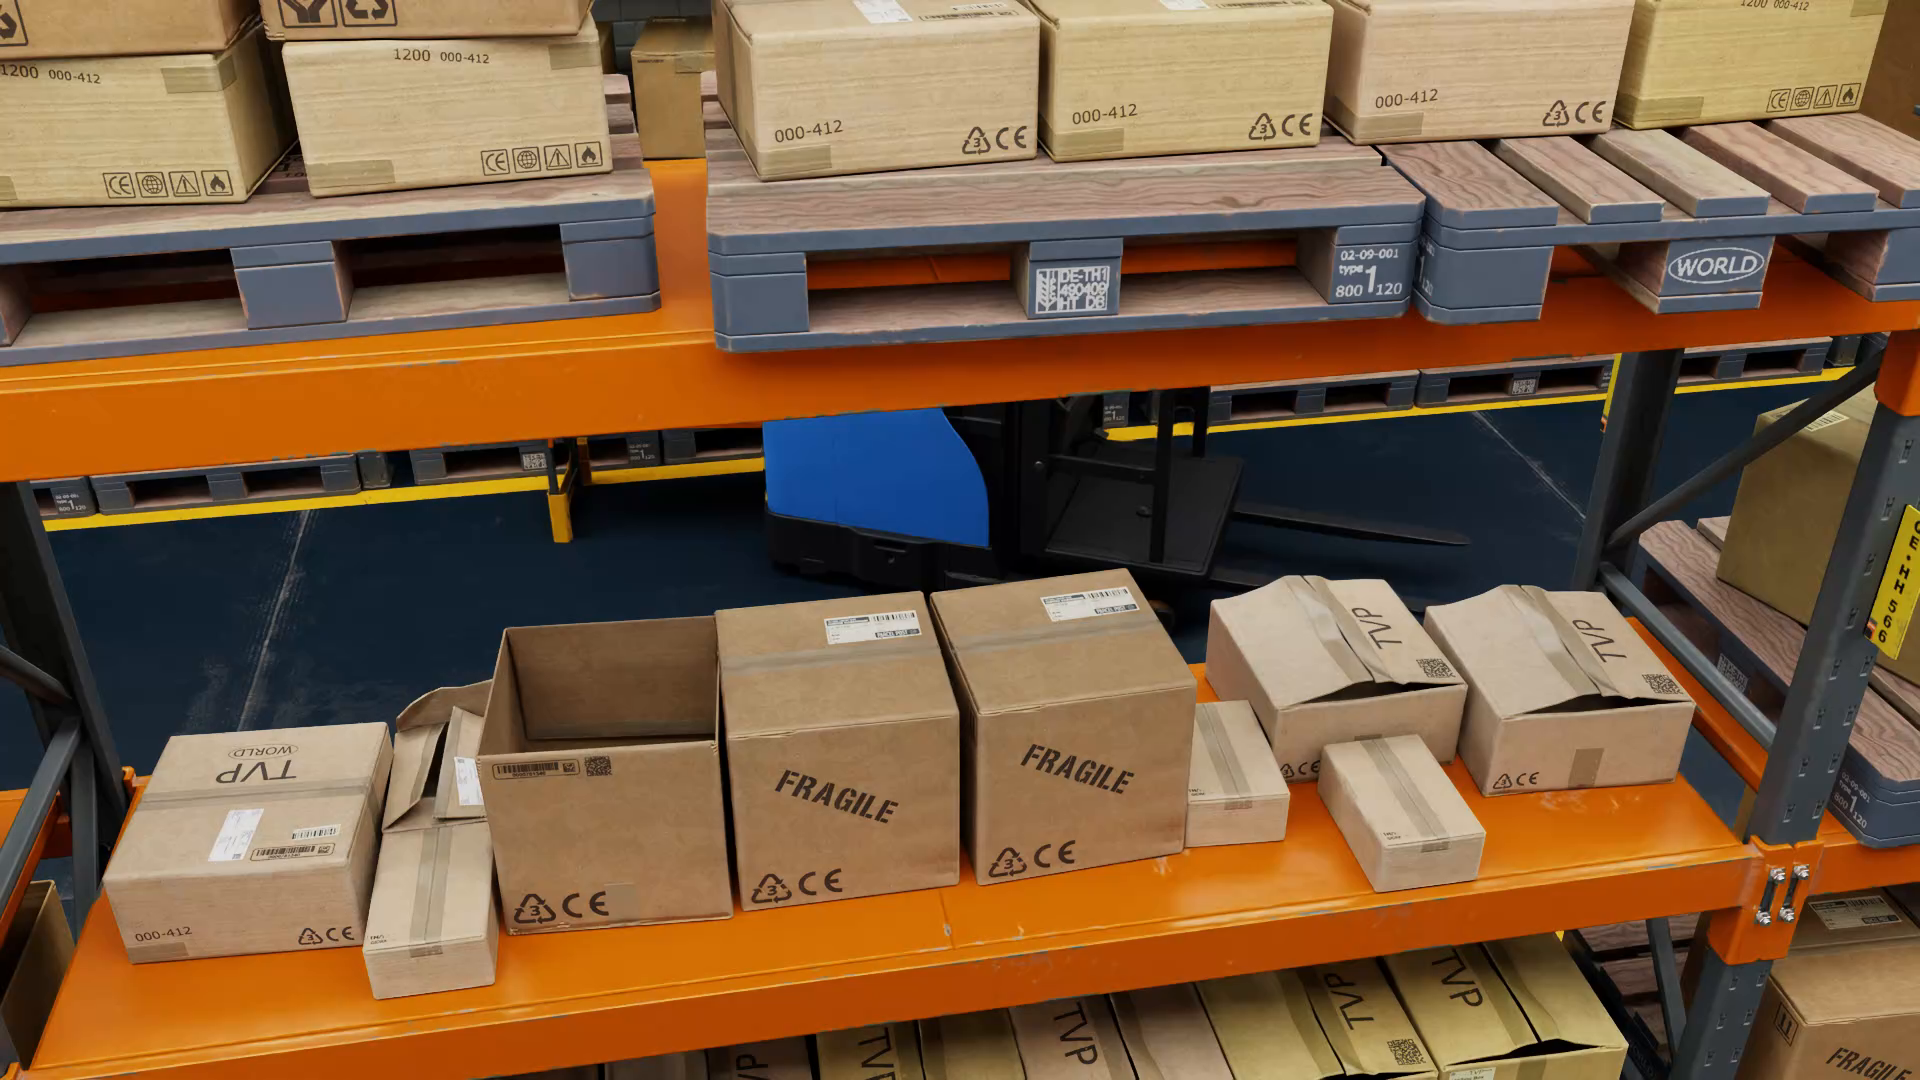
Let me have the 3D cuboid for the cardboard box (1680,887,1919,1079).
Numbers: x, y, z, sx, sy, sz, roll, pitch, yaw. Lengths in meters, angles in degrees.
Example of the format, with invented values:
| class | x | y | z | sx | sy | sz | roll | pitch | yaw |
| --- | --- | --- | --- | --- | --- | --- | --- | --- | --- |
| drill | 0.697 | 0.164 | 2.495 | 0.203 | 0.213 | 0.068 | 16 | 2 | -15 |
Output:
| class | x | y | z | sx | sy | sz | roll | pitch | yaw |
| --- | --- | --- | --- | --- | --- | --- | --- | --- | --- |
| cardboard box | 2.374 | 1.303 | 4.607 | 0.500 | 0.500 | 0.500 | -4 | 31 | -7 |

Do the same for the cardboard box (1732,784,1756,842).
| class | x | y | z | sx | sy | sz | roll | pitch | yaw |
| --- | --- | --- | --- | --- | --- | --- | --- | --- | --- |
| cardboard box | 2.752 | 1.000 | 5.123 | 0.500 | 0.500 | 0.500 | -4 | 31 | -7 |

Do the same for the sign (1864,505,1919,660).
| class | x | y | z | sx | sy | sz | roll | pitch | yaw |
| --- | --- | --- | --- | --- | --- | --- | --- | --- | --- |
| sign | 1.978 | 0.091 | 3.493 | 0.005 | 0.325 | 0.100 | -5 | 31 | -9 |

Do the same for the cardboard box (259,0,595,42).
| class | x | y | z | sx | sy | sz | roll | pitch | yaw |
| --- | --- | --- | --- | --- | --- | --- | --- | --- | --- |
| cardboard box | -0.890 | -1.153 | 2.787 | 0.500 | 0.500 | 0.500 | -2 | 31 | -4 |

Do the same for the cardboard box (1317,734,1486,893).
| class | x | y | z | sx | sy | sz | roll | pitch | yaw |
| --- | --- | --- | --- | --- | --- | --- | --- | --- | --- |
| cardboard box | 1.040 | 0.642 | 3.946 | 0.250 | 0.149 | 0.380 | -5 | 31 | -9 |

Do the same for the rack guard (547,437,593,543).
| class | x | y | z | sx | sy | sz | roll | pitch | yaw |
| --- | --- | --- | --- | --- | --- | --- | --- | --- | --- |
| rack guard | -1.852 | -0.243 | 7.917 | 0.087 | 0.250 | 0.587 | 0 | 30 | 0 |

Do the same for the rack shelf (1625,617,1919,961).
| class | x | y | z | sx | sy | sz | roll | pitch | yaw |
| --- | --- | --- | --- | --- | --- | --- | --- | --- | --- |
| rack shelf | 3.842 | 0.442 | 4.749 | 4.000 | 0.370 | 1.077 | -5 | 31 | -9 |

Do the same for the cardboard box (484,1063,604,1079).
| class | x | y | z | sx | sy | sz | roll | pitch | yaw |
| --- | --- | --- | --- | --- | --- | --- | --- | --- | --- |
| cardboard box | -1.115 | 1.485 | 4.010 | 0.500 | 0.311 | 0.500 | -6 | 31 | -10 |

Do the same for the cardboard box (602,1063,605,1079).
| class | x | y | z | sx | sy | sz | roll | pitch | yaw |
| --- | --- | --- | --- | --- | --- | --- | --- | --- | --- |
| cardboard box | -1.203 | 1.211 | 4.476 | 0.500 | 0.311 | 0.500 | -4 | 31 | -8 |

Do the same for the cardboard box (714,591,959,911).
| class | x | y | z | sx | sy | sz | roll | pitch | yaw |
| --- | --- | --- | --- | --- | --- | --- | --- | --- | --- |
| cardboard box | -0.291 | 0.480 | 3.875 | 0.500 | 0.500 | 0.500 | -5 | 31 | -9 |

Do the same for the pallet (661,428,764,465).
| class | x | y | z | sx | sy | sz | roll | pitch | yaw |
| --- | --- | --- | --- | --- | --- | --- | --- | --- | --- |
| pallet | -0.988 | -0.773 | 8.856 | 1.213 | 0.211 | 1.003 | -5 | 31 | -9 |

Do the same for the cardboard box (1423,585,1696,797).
| class | x | y | z | sx | sy | sz | roll | pitch | yaw |
| --- | --- | --- | --- | --- | --- | --- | --- | --- | --- |
| cardboard box | 1.509 | 0.364 | 4.260 | 0.500 | 0.311 | 0.500 | -3 | 31 | -6 |

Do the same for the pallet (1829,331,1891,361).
| class | x | y | z | sx | sy | sz | roll | pitch | yaw |
| --- | --- | --- | --- | --- | --- | --- | --- | --- | --- |
| pallet | 5.675 | -1.349 | 9.836 | 1.213 | 0.211 | 1.003 | -5 | 31 | -9 |

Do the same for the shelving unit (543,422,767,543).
| class | x | y | z | sx | sy | sz | roll | pitch | yaw |
| --- | --- | --- | --- | --- | --- | --- | --- | --- | --- |
| shelving unit | -1.354 | -0.784 | 7.604 | 1.083 | 1.500 | 0.587 | 0 | 30 | 0 |

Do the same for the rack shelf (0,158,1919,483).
| class | x | y | z | sx | sy | sz | roll | pitch | yaw |
| --- | --- | --- | --- | --- | --- | --- | --- | --- | --- |
| rack shelf | -0.093 | -0.486 | 3.368 | 4.000 | 0.370 | 1.077 | -5 | 31 | -9 |

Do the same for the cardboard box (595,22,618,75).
| class | x | y | z | sx | sy | sz | roll | pitch | yaw |
| --- | --- | --- | --- | --- | --- | --- | --- | --- | --- |
| cardboard box | -1.898 | -2.100 | 7.829 | 0.500 | 0.500 | 0.700 | -2 | 31 | -4 |

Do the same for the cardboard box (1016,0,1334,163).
| class | x | y | z | sx | sy | sz | roll | pitch | yaw |
| --- | --- | --- | --- | --- | --- | --- | --- | --- | --- |
| cardboard box | 0.361 | -0.922 | 3.134 | 0.500 | 0.250 | 0.500 | -6 | 31 | -10 |

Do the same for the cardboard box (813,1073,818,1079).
| class | x | y | z | sx | sy | sz | roll | pitch | yaw |
| --- | --- | --- | --- | --- | --- | --- | --- | --- | --- |
| cardboard box | -0.106 | 1.630 | 4.318 | 0.500 | 0.250 | 0.500 | -5 | 31 | -8 |

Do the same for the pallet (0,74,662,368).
| class | x | y | z | sx | sy | sz | roll | pitch | yaw |
| --- | --- | --- | --- | --- | --- | --- | --- | --- | --- |
| pallet | -1.195 | -0.618 | 3.071 | 1.217 | 0.209 | 0.805 | -7 | 31 | -11 |

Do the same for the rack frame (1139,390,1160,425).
| class | x | y | z | sx | sy | sz | roll | pitch | yaw |
| --- | --- | --- | --- | --- | --- | --- | --- | --- | --- |
| rack frame | 0.979 | -2.155 | 8.456 | 0.127 | 3.000 | 1.000 | -5 | 31 | -9 |

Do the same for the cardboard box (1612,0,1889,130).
| class | x | y | z | sx | sy | sz | roll | pitch | yaw |
| --- | --- | --- | --- | --- | --- | --- | --- | --- | --- |
| cardboard box | 1.438 | -1.026 | 3.309 | 0.500 | 0.250 | 0.500 | -8 | 31 | -13 |

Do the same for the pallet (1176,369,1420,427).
| class | x | y | z | sx | sy | sz | roll | pitch | yaw |
| --- | --- | --- | --- | --- | --- | --- | --- | --- | --- |
| pallet | 1.768 | -0.988 | 9.221 | 1.213 | 0.211 | 1.003 | -5 | 31 | -9 |

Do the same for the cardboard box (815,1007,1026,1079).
| class | x | y | z | sx | sy | sz | roll | pitch | yaw |
| --- | --- | --- | --- | --- | --- | --- | --- | --- | --- |
| cardboard box | -0.097 | 1.387 | 4.176 | 0.500 | 0.311 | 0.500 | -4 | 31 | -8 |

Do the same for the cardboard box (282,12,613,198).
| class | x | y | z | sx | sy | sz | roll | pitch | yaw |
| --- | --- | --- | --- | --- | --- | --- | --- | --- | --- |
| cardboard box | -0.912 | -0.833 | 2.982 | 0.500 | 0.250 | 0.500 | -8 | 31 | -14 |

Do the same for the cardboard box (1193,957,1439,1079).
| class | x | y | z | sx | sy | sz | roll | pitch | yaw |
| --- | --- | --- | --- | --- | --- | --- | --- | --- | --- |
| cardboard box | 0.894 | 1.298 | 4.328 | 0.500 | 0.311 | 0.500 | -6 | 31 | -10 |

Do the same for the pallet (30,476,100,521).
| class | x | y | z | sx | sy | sz | roll | pitch | yaw |
| --- | --- | --- | --- | --- | --- | --- | --- | --- | --- |
| pallet | -4.813 | -0.396 | 8.215 | 1.213 | 0.211 | 1.003 | -5 | 31 | -9 |

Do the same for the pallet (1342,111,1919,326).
| class | x | y | z | sx | sy | sz | roll | pitch | yaw |
| --- | --- | --- | --- | --- | --- | --- | --- | --- | --- |
| pallet | 1.223 | -0.791 | 3.363 | 1.003 | 0.211 | 1.213 | -4 | 31 | -7 |

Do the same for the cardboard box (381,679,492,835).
| class | x | y | z | sx | sy | sz | roll | pitch | yaw |
| --- | --- | --- | --- | --- | --- | --- | --- | --- | --- |
| cardboard box | -1.228 | 0.565 | 3.962 | 0.258 | 0.266 | 0.396 | -6 | 31 | -10 |

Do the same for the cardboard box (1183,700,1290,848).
| class | x | y | z | sx | sy | sz | roll | pitch | yaw |
| --- | --- | --- | --- | --- | --- | --- | --- | --- | --- |
| cardboard box | 0.630 | 0.567 | 4.074 | 0.250 | 0.149 | 0.380 | -3 | 31 | -5 |

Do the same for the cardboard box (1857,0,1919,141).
| class | x | y | z | sx | sy | sz | roll | pitch | yaw |
| --- | --- | --- | --- | --- | --- | --- | --- | --- | --- |
| cardboard box | 2.298 | -1.079 | 3.567 | 0.500 | 0.500 | 0.910 | -5 | 31 | -9 |

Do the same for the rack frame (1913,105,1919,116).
| class | x | y | z | sx | sy | sz | roll | pitch | yaw |
| --- | --- | --- | --- | --- | --- | --- | --- | --- | --- |
| rack frame | 1.875 | -2.272 | 2.736 | 0.127 | 3.000 | 1.000 | -5 | 31 | -9 |

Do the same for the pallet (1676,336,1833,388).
| class | x | y | z | sx | sy | sz | roll | pitch | yaw |
| --- | --- | --- | --- | --- | --- | --- | --- | --- | --- |
| pallet | 4.168 | -1.210 | 9.600 | 1.213 | 0.211 | 1.003 | -5 | 31 | -9 |

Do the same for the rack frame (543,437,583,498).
| class | x | y | z | sx | sy | sz | roll | pitch | yaw |
| --- | --- | --- | --- | --- | --- | --- | --- | --- | --- |
| rack frame | -1.872 | -0.782 | 7.600 | 0.032 | 1.500 | 0.500 | 0 | 30 | 0 |

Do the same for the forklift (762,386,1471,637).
| class | x | y | z | sx | sy | sz | roll | pitch | yaw |
| --- | --- | --- | --- | --- | --- | --- | --- | --- | --- |
| forklift | 0.705 | -1.143 | 6.803 | 3.031 | 2.935 | 1.130 | 9 | 32 | 15 |

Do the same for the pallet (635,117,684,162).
| class | x | y | z | sx | sy | sz | roll | pitch | yaw |
| --- | --- | --- | --- | --- | --- | --- | --- | --- | --- |
| pallet | -0.961 | -1.871 | 8.163 | 1.213 | 0.211 | 1.003 | -5 | 31 | -9 |
